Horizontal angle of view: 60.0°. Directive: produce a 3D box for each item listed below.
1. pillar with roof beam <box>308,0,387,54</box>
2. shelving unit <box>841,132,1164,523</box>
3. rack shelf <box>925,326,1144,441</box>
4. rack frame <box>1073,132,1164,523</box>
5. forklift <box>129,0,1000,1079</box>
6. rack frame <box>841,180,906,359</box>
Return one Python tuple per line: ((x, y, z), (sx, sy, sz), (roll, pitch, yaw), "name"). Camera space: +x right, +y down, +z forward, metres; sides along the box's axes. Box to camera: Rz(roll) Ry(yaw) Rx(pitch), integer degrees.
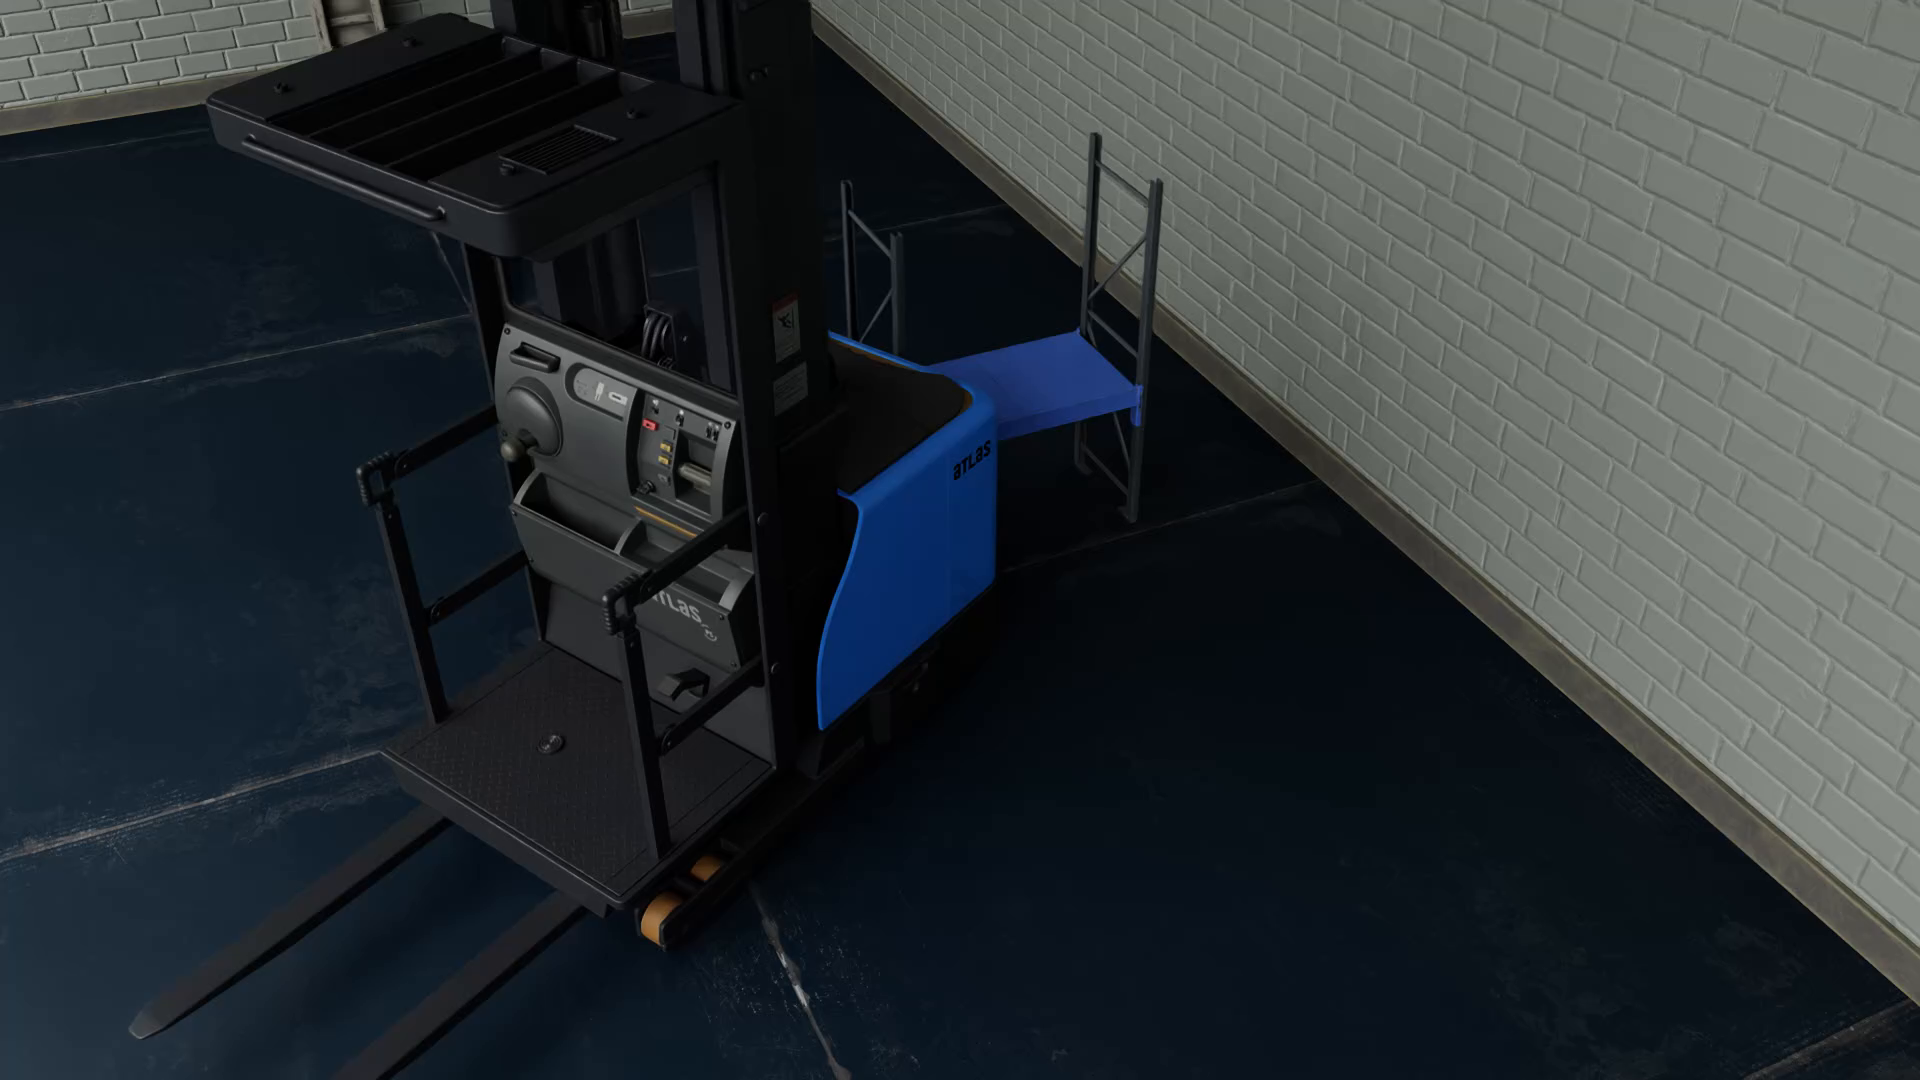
((-2.005, -4.205, 4.866), (0.400, 9.000, 9.100), (-16, 39, -20), "pillar with roof beam")
((0.151, -0.683, 6.412), (1.048, 1.500, 0.538), (-15, 39, -20), "shelving unit")
((0.151, -0.539, 6.519), (1.000, 0.185, 0.538), (-15, 39, -20), "rack shelf")
((0.611, -0.811, 6.584), (0.032, 1.500, 0.500), (-15, 39, -20), "rack frame")
((-1.127, -0.268, 4.651), (1.130, 2.935, 3.031), (23, 43, 28), "forklift")
((-0.310, -0.555, 6.240), (0.032, 1.500, 0.500), (-15, 39, -20), "rack frame")
